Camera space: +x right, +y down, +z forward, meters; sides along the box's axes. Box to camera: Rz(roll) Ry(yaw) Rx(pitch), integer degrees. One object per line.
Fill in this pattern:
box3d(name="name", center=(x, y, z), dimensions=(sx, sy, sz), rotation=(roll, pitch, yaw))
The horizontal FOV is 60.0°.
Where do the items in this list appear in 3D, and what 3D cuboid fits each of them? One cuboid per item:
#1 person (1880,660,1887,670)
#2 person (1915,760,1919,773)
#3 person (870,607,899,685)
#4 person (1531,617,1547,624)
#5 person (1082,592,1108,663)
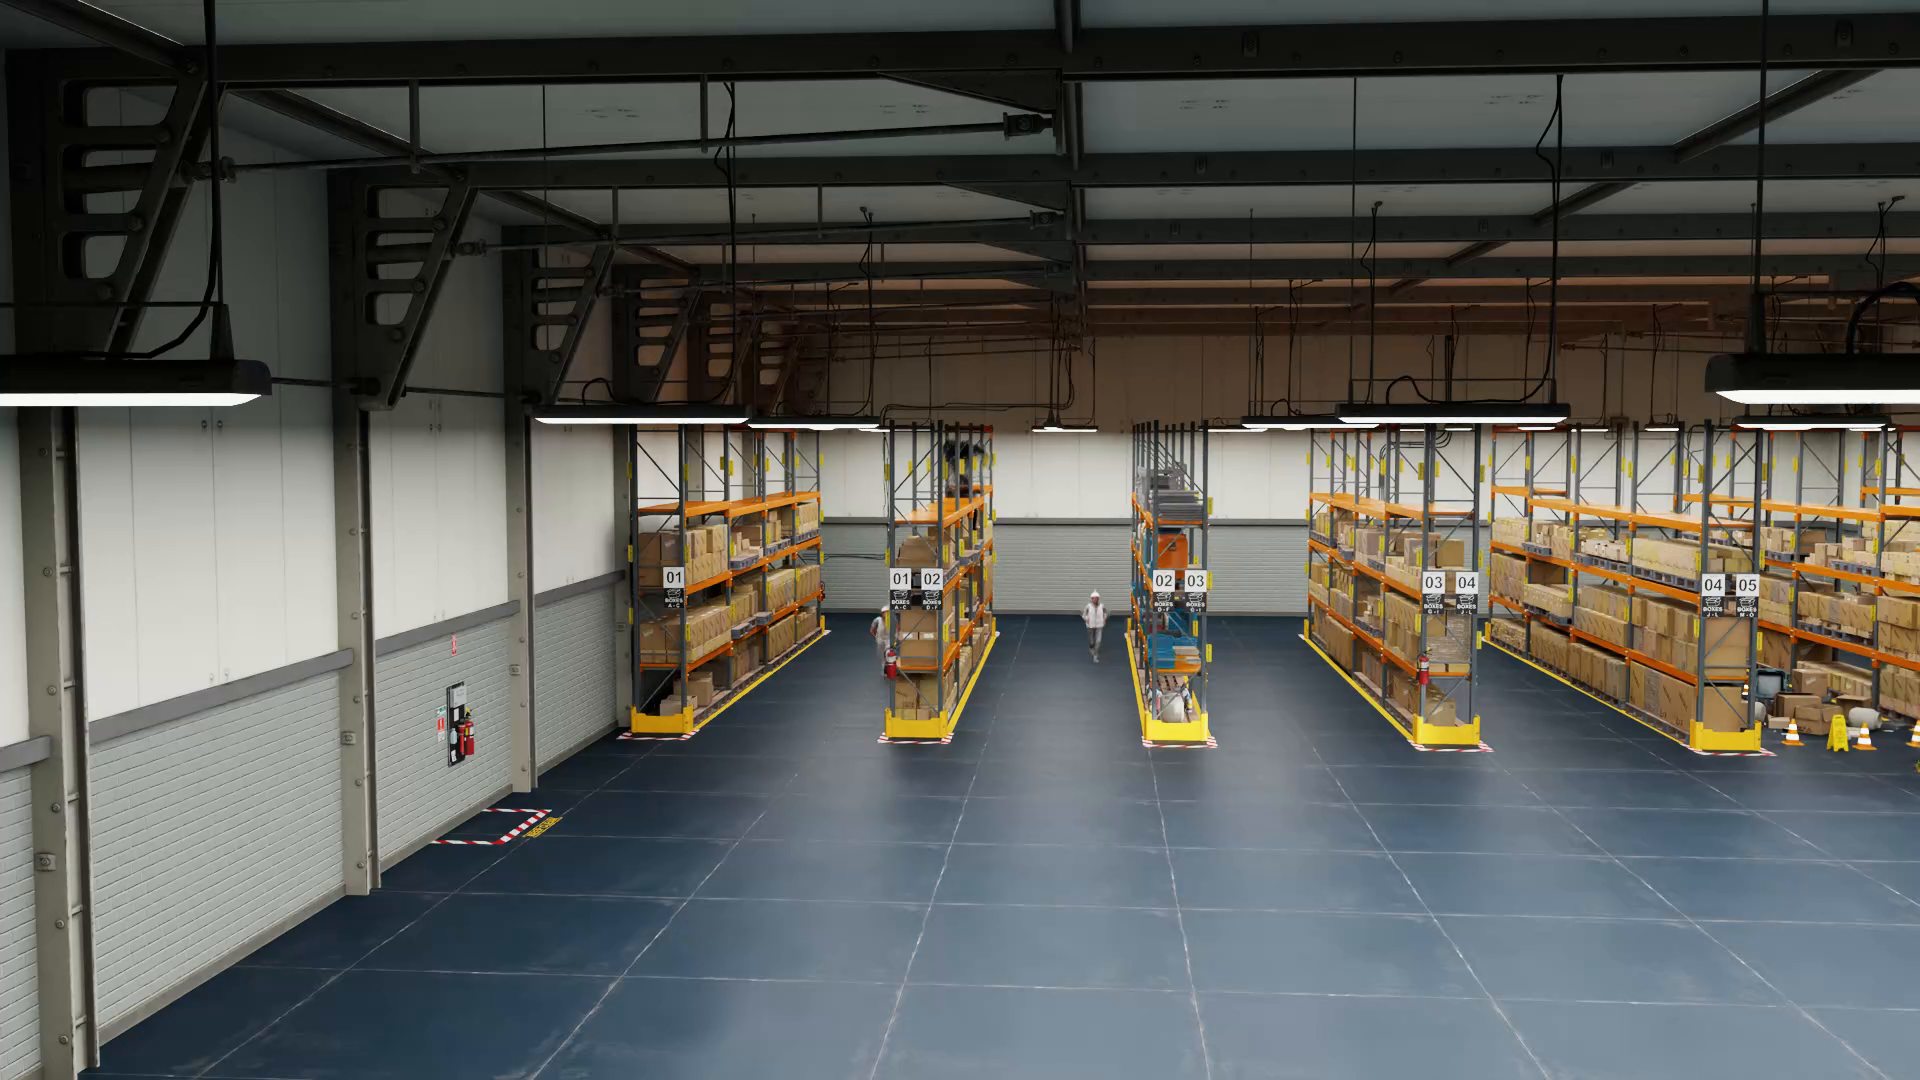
box3d(name="person", center=(21.245, 2.528, 38.241), dimensions=(0.573, 1.567, 0.476), rotation=(0, 4, -6))
box3d(name="person", center=(16.356, 3.127, 27.439), dimensions=(0.885, 1.778, 0.732), rotation=(-1, 4, -22))
box3d(name="person", center=(-1.742, 2.405, 38.571), dimensions=(0.658, 1.773, 1.135), rotation=(0, 4, 2))
box3d(name="person", center=(16.249, 1.893, 47.071), dimensions=(0.738, 1.733, 0.930), rotation=(-2, 4, -34))
box3d(name="person", center=(3.431, 2.204, 42.154), dimensions=(0.671, 1.772, 0.798), rotation=(0, 4, 1))
